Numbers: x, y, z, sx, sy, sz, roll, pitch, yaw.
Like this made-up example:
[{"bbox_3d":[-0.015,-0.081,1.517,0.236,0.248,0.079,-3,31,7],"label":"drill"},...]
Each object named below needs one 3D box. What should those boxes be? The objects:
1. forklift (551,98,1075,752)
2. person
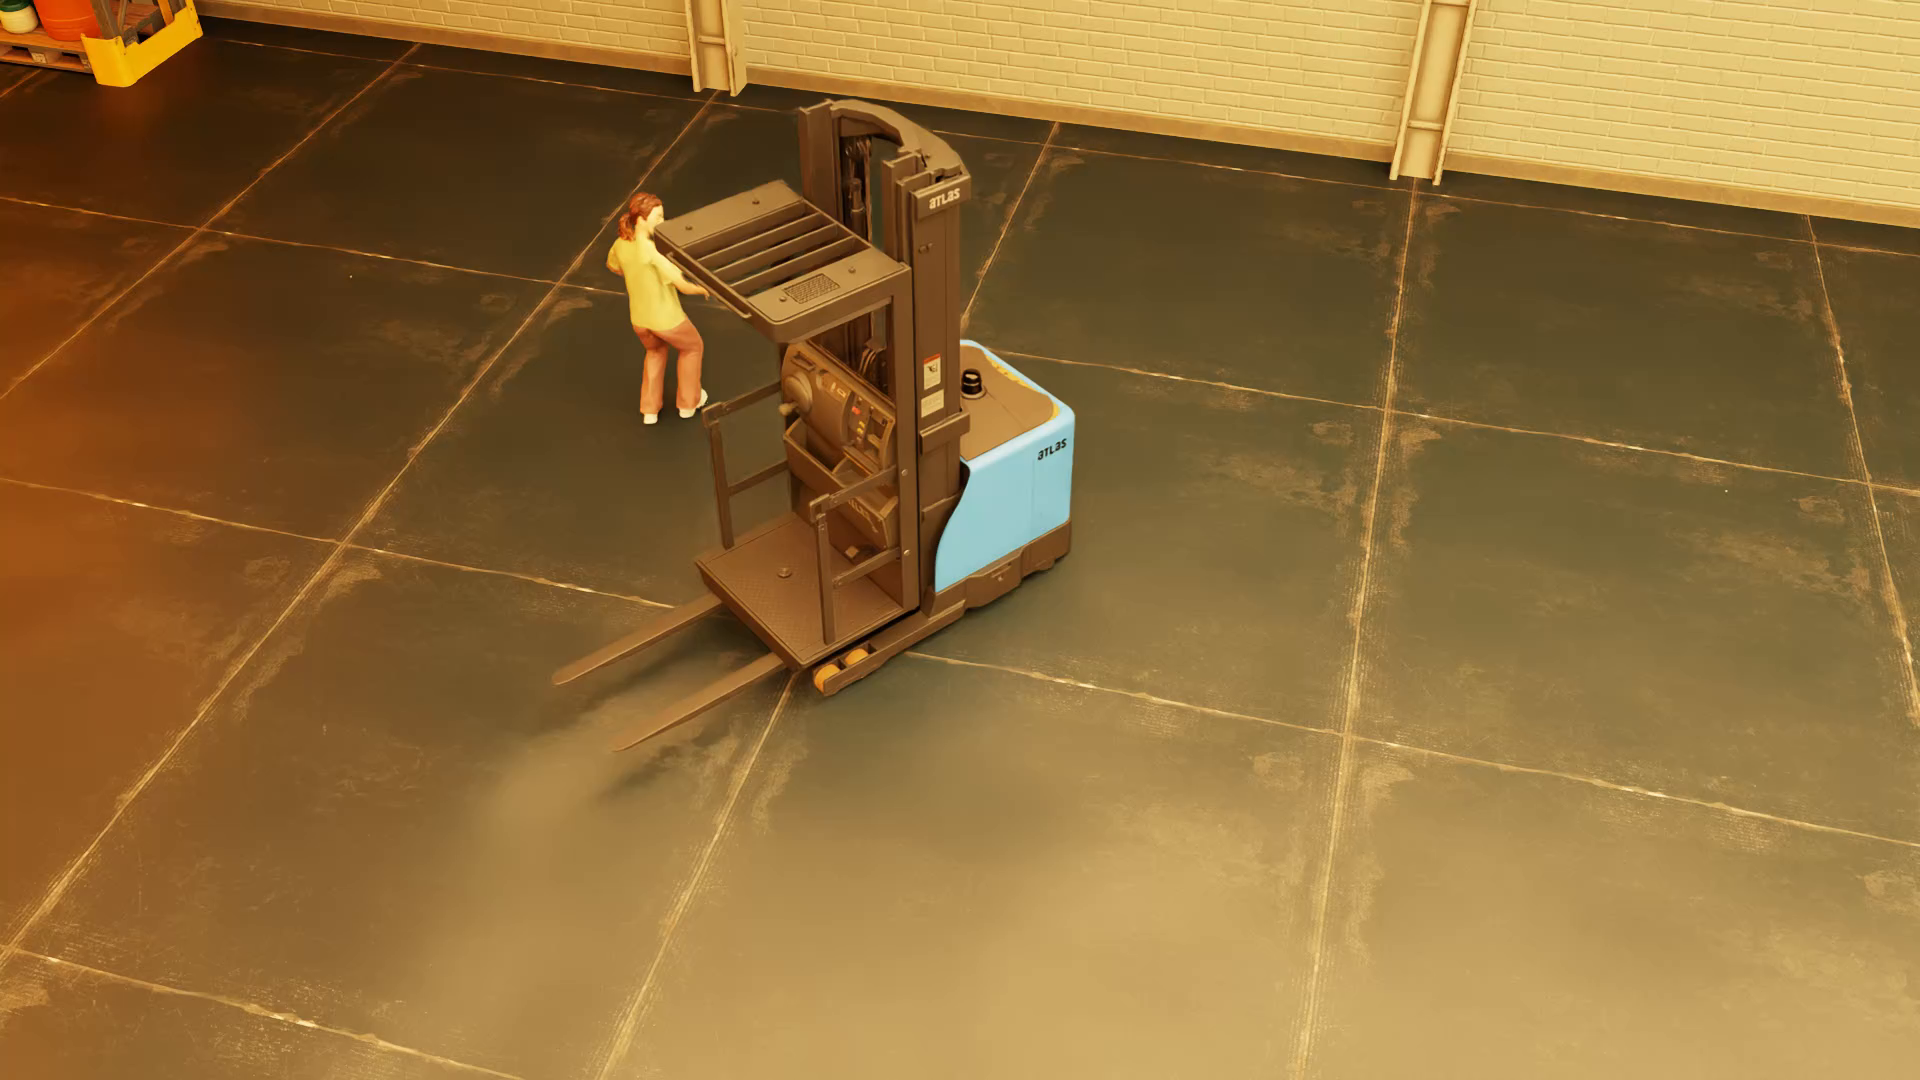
[{"bbox_3d":[-0.805,-0.648,8.601,3.031,2.935,1.130,-28,48,-28],"label":"forklift"},{"bbox_3d":[-1.899,-1.462,10.555,0.692,1.618,0.488,19,45,20],"label":"person"}]
